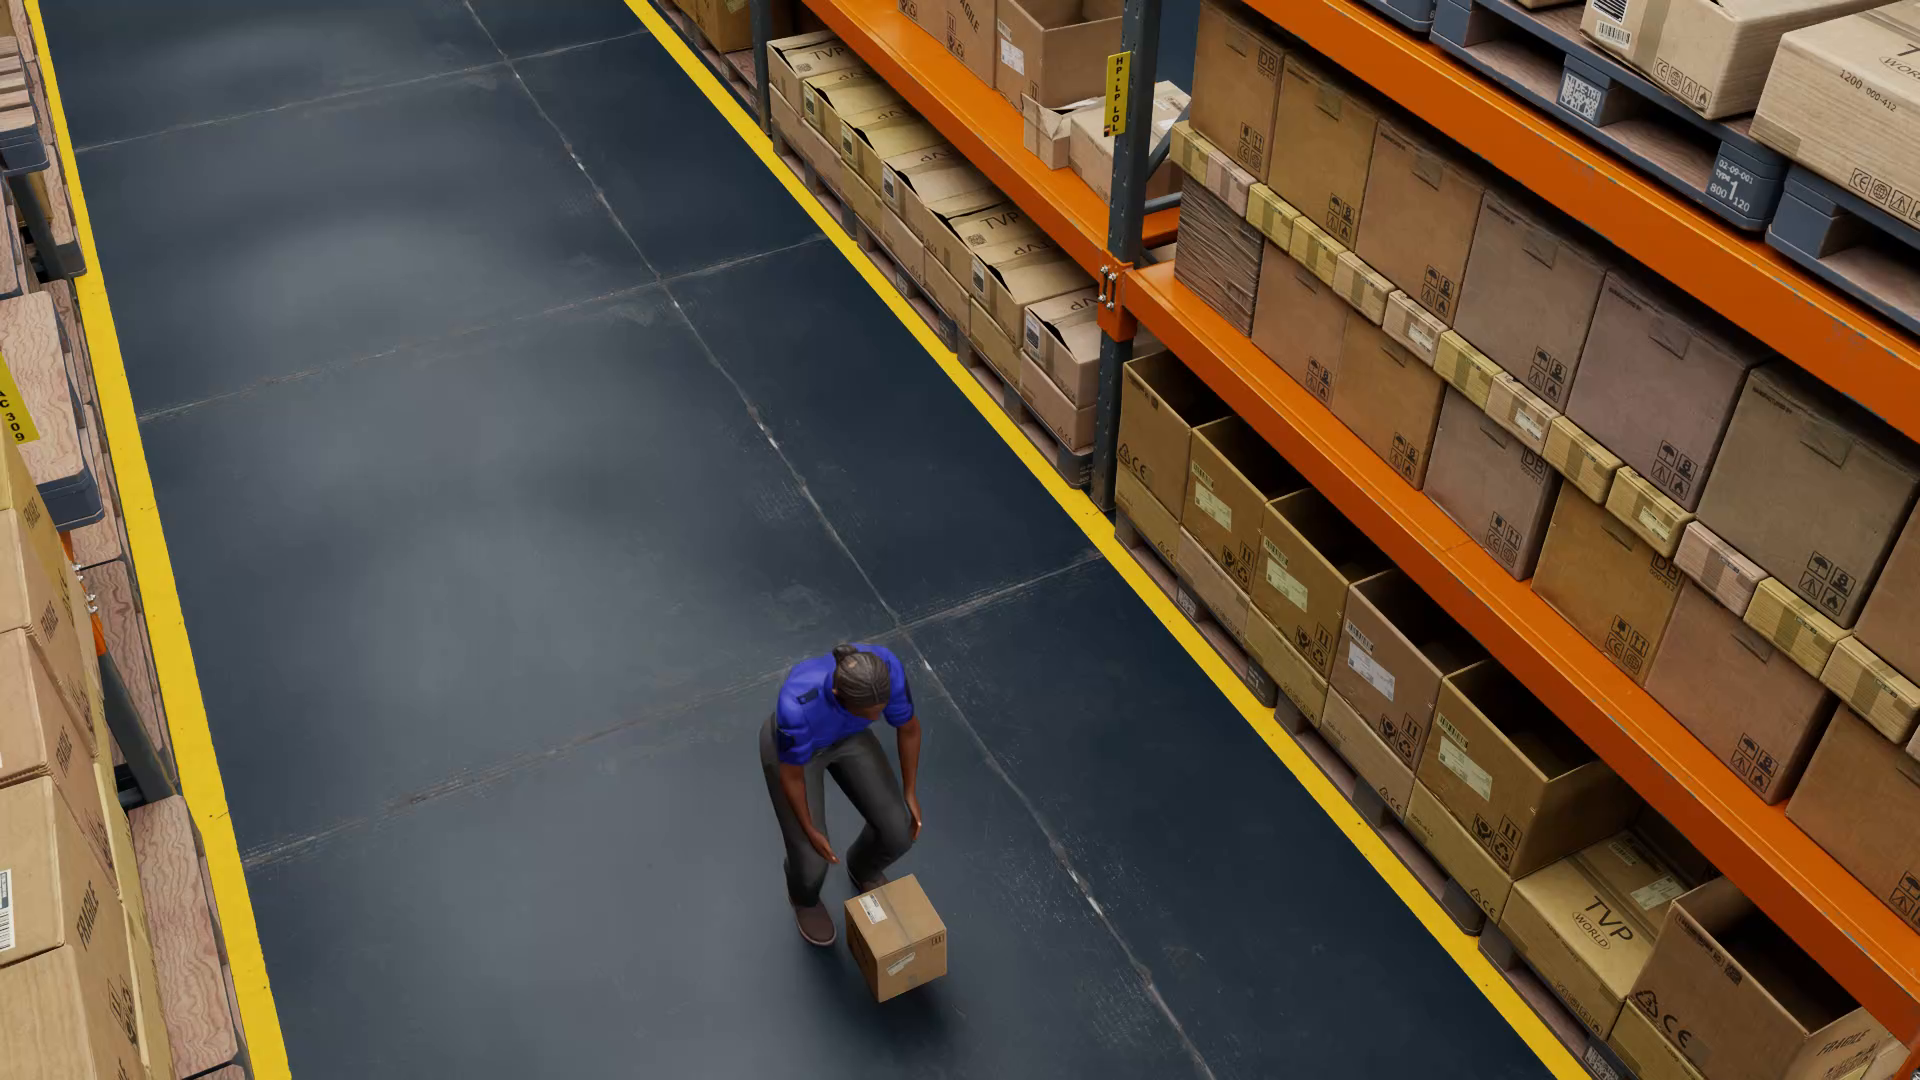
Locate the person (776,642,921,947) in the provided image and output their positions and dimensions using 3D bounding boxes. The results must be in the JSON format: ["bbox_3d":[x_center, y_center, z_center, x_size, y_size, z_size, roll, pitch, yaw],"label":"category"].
[{"bbox_3d":[-0.362,0.796,5.454,0.494,1.417,0.499,-19,45,-20],"label":"person"}]
